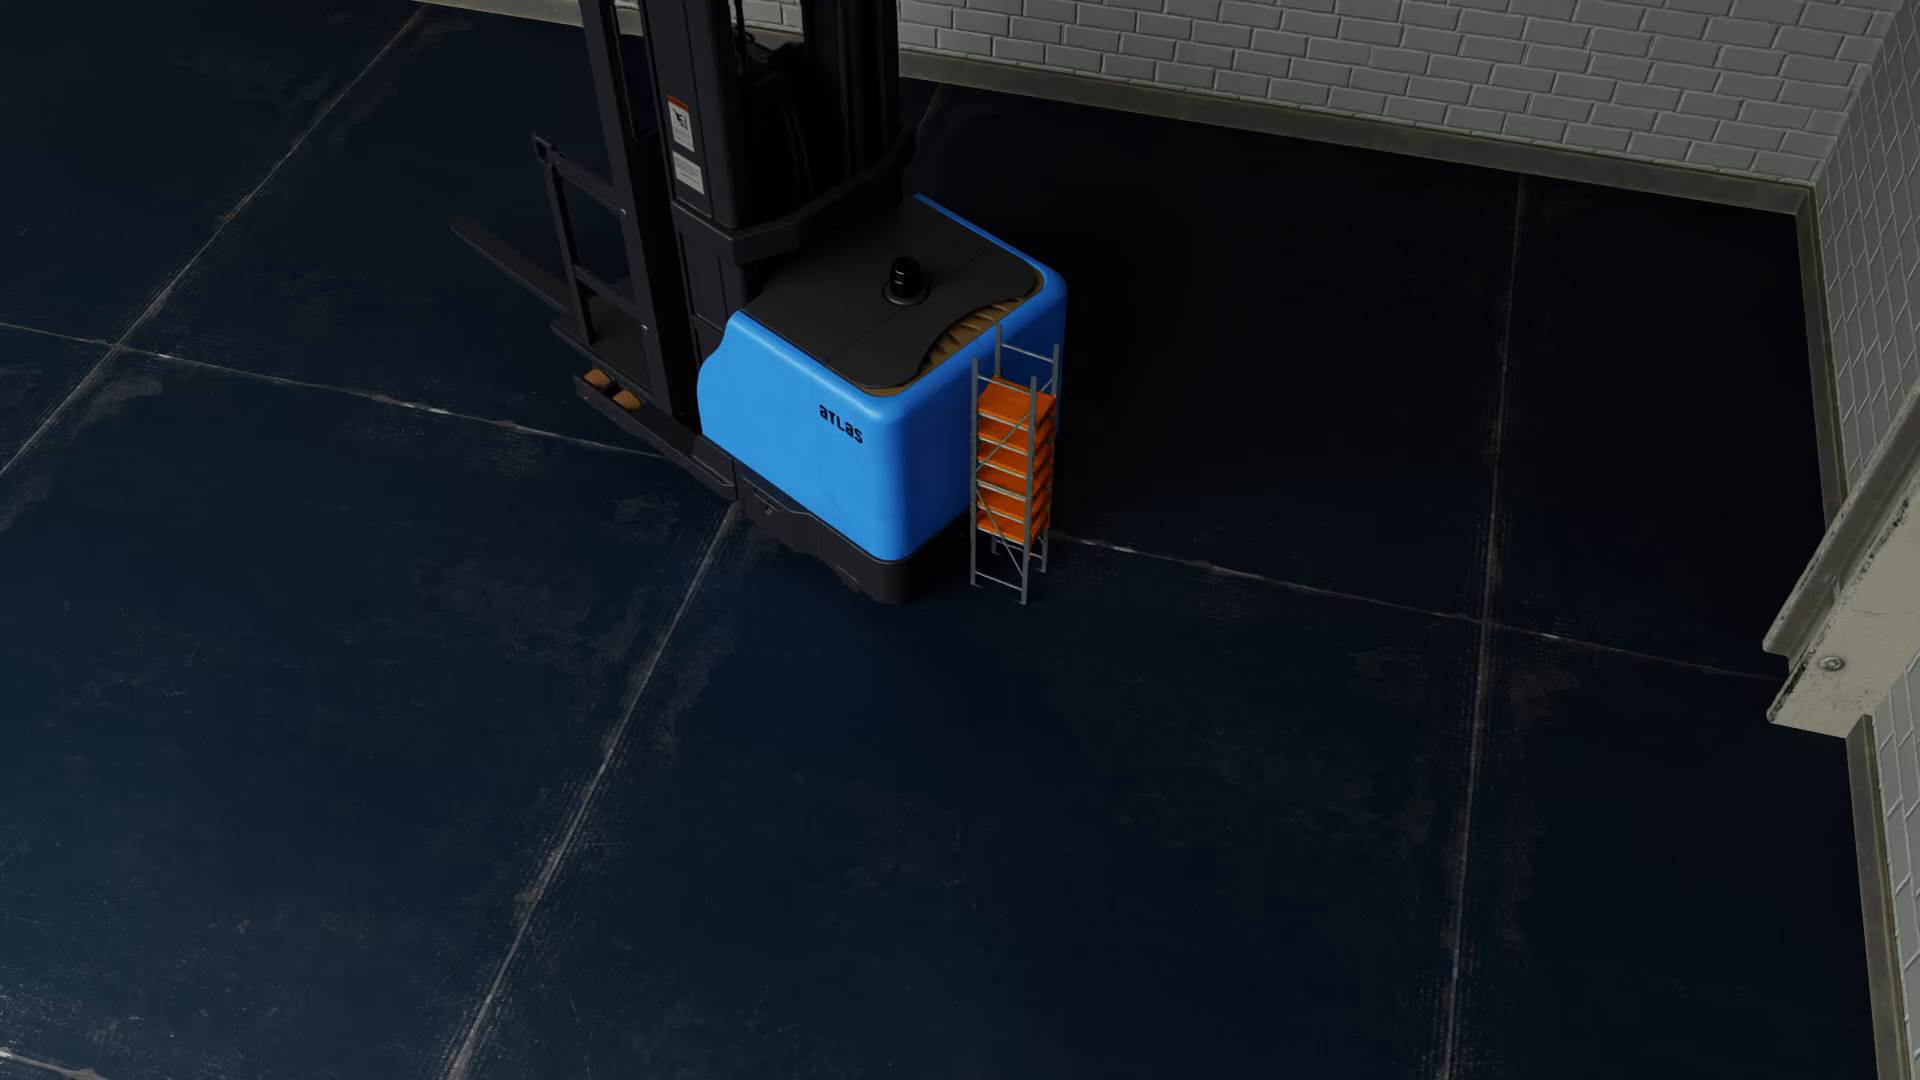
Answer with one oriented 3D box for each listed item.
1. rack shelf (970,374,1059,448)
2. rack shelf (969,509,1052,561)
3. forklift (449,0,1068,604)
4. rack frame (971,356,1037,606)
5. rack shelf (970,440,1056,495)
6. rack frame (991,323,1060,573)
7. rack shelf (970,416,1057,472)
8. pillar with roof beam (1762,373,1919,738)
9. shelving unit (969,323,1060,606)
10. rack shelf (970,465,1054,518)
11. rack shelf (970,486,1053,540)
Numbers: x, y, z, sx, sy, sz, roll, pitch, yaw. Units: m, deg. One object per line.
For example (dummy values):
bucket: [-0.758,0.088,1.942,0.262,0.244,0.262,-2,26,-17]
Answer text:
rack shelf: [0.191,-0.455,5.849,0.258,0.103,0.180,21,52,17]
rack shelf: [0.191,-0.058,6.299,0.258,0.103,0.180,21,52,17]
forklift: [-1.014,-1.700,6.214,3.031,2.935,1.130,35,57,27]
rack frame: [0.150,-0.184,6.031,0.240,1.200,0.006,21,52,17]
rack shelf: [0.191,-0.296,6.029,0.258,0.103,0.180,21,52,17]
rack frame: [0.232,-0.307,6.140,0.240,1.200,0.006,21,52,17]
rack shelf: [0.191,-0.375,5.939,0.258,0.103,0.180,21,52,17]
pillar with roof beam: [-0.999,-3.275,3.557,9.100,9.000,0.400,12,50,10]
shelving unit: [0.191,-0.246,6.086,0.258,1.200,0.189,21,52,17]
rack shelf: [0.191,-0.216,6.119,0.258,0.103,0.180,21,52,17]
rack shelf: [0.191,-0.137,6.209,0.258,0.103,0.180,21,52,17]
